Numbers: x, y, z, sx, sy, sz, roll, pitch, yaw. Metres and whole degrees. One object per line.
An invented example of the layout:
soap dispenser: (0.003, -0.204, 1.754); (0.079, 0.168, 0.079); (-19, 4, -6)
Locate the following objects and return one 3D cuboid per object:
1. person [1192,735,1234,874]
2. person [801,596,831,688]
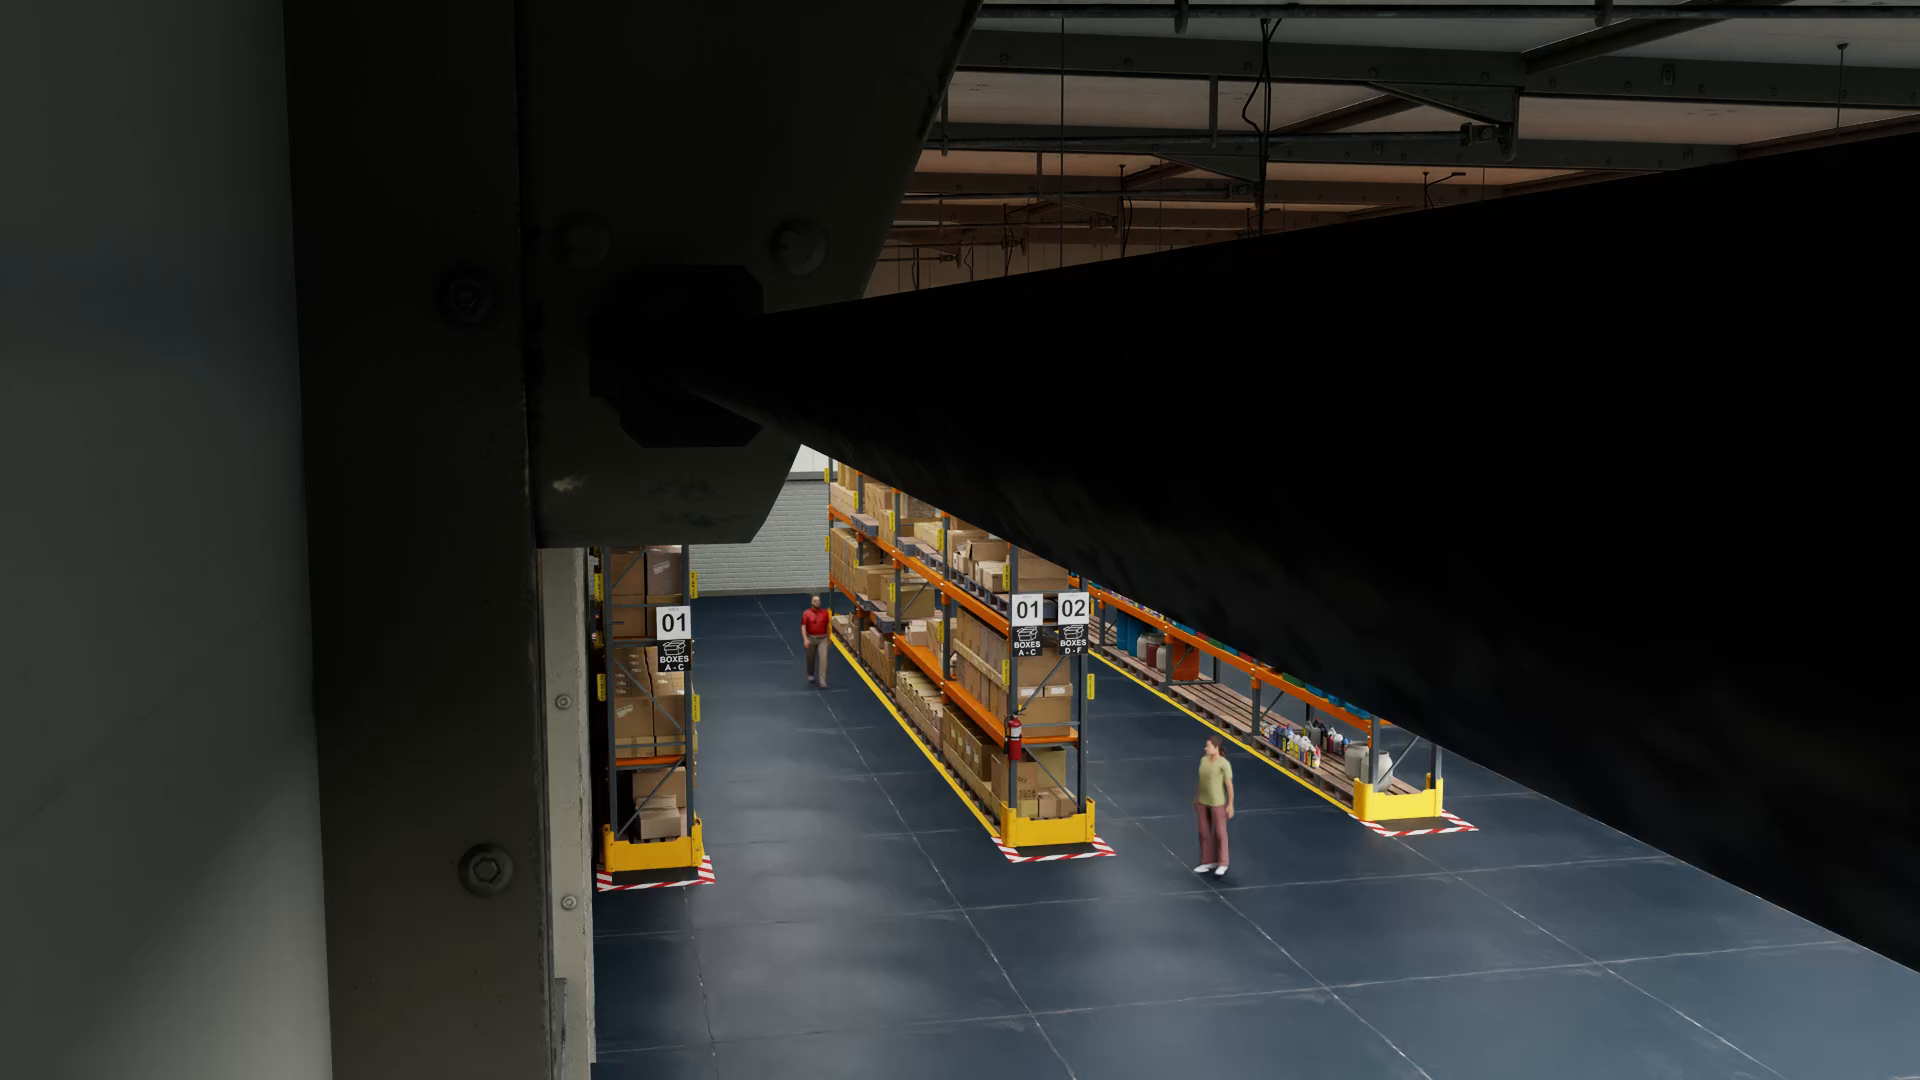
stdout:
person: (3.030, 3.162, 19.845); (0.556, 1.711, 0.354); (6, 9, 43)
person: (-2.645, 1.867, 30.639); (0.570, 1.674, 1.032); (-1, 7, -8)
